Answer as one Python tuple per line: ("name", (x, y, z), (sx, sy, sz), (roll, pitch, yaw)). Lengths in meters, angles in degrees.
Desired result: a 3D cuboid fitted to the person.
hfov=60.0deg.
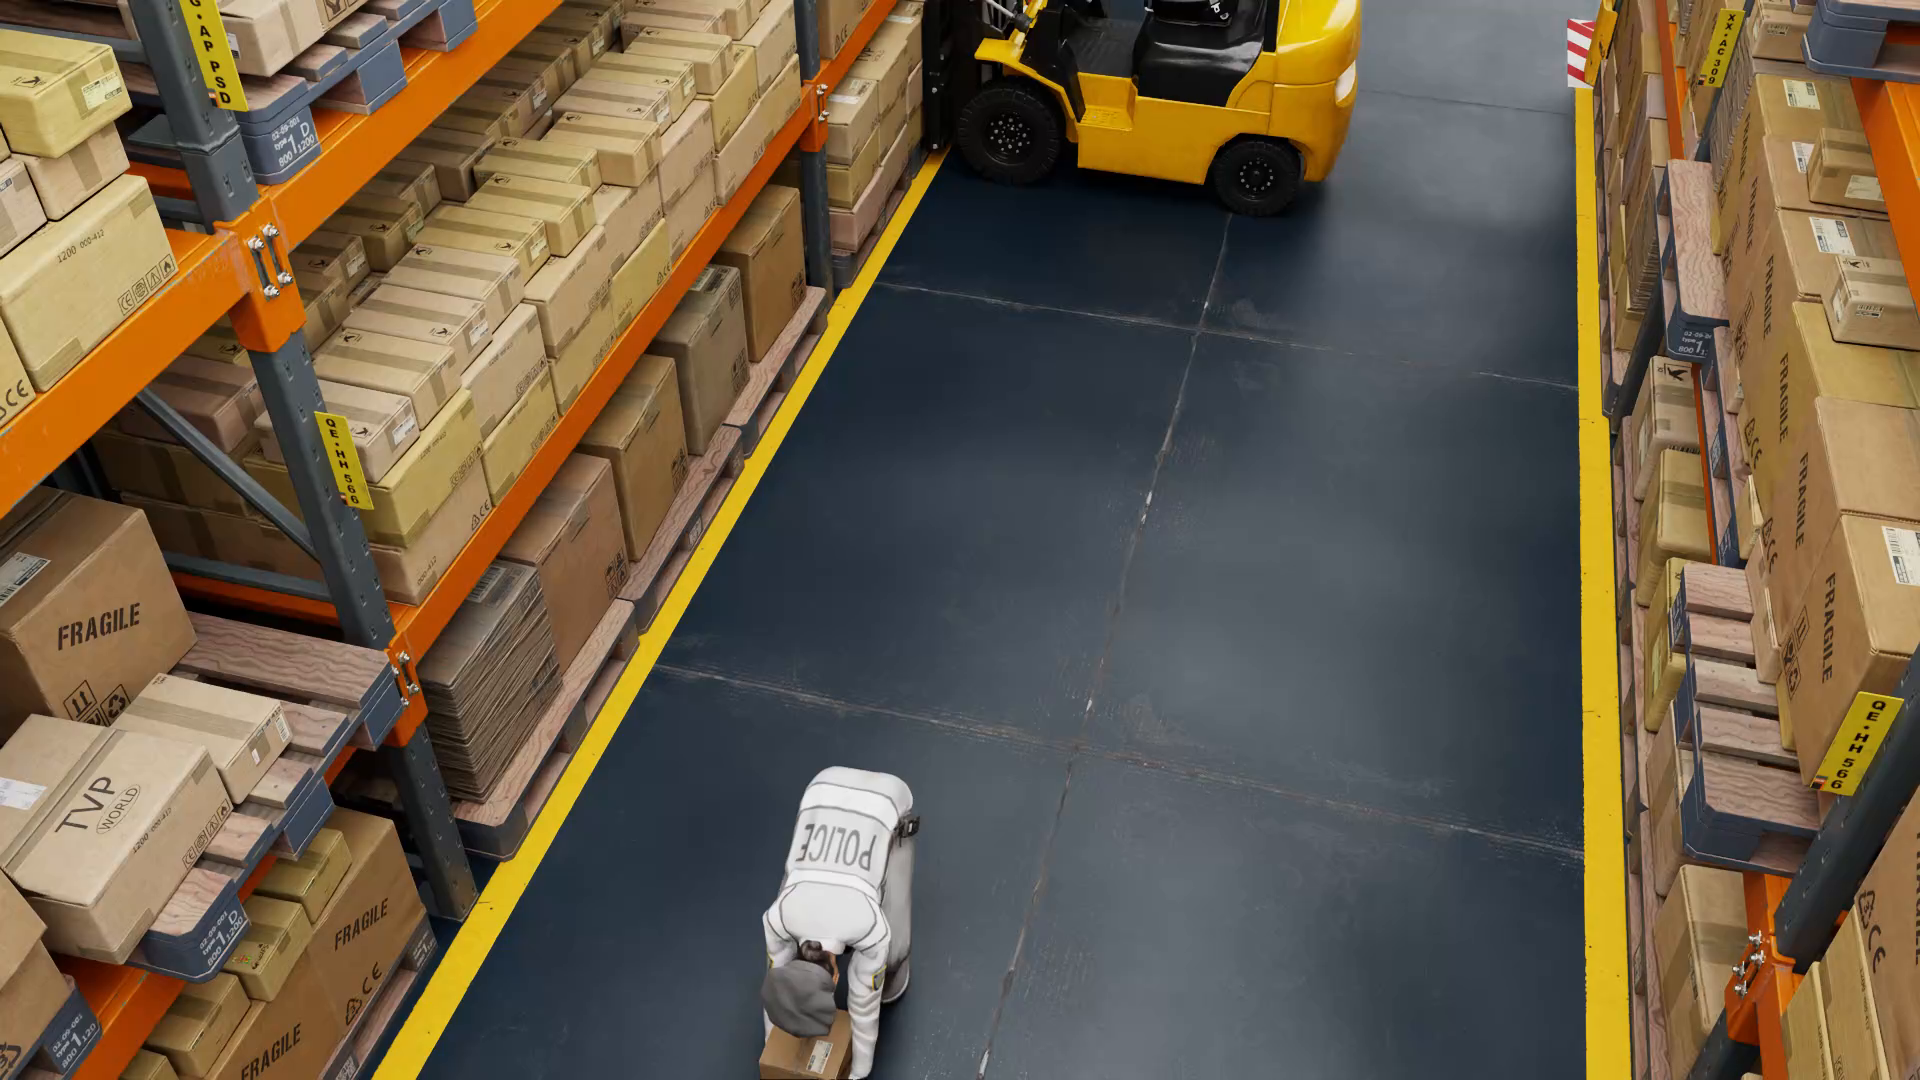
("person", (-0.387, 1.271, 5.375), (0.469, 0.823, 0.898), (9, 42, 10))
